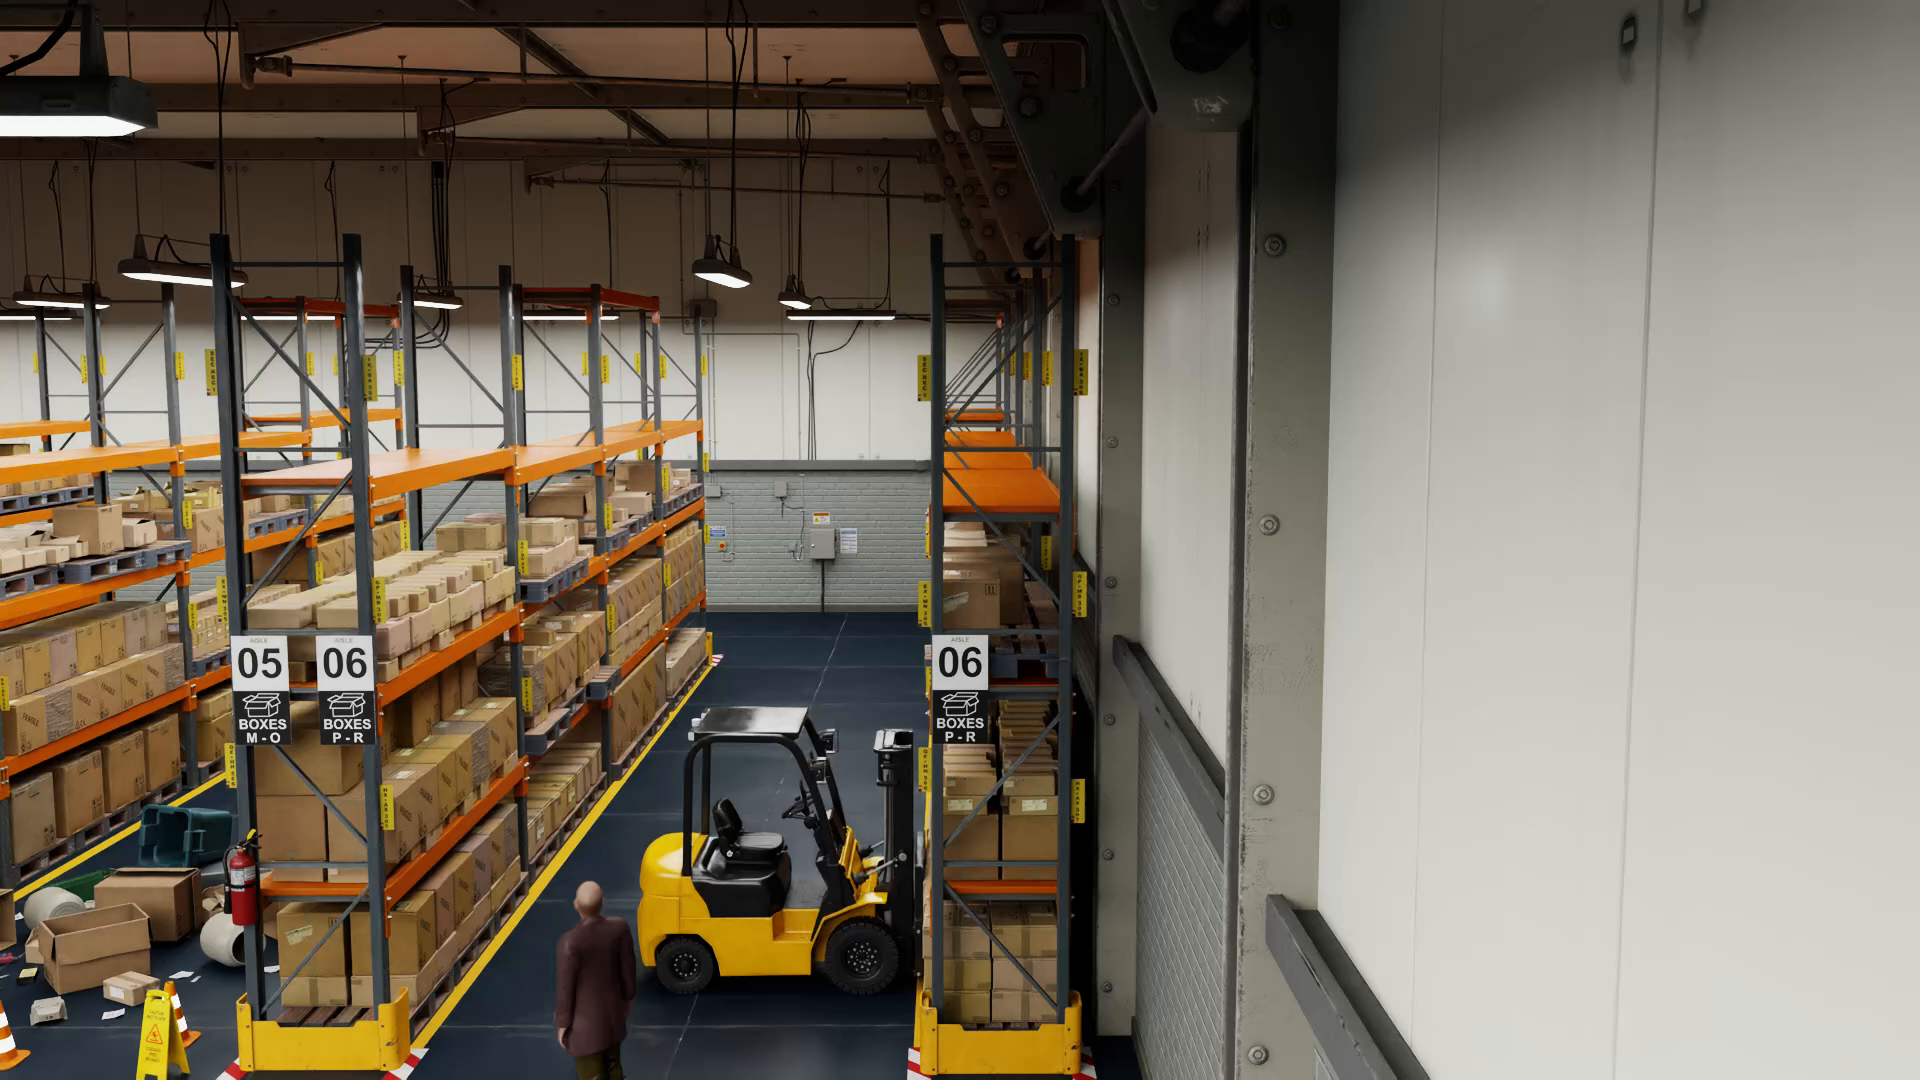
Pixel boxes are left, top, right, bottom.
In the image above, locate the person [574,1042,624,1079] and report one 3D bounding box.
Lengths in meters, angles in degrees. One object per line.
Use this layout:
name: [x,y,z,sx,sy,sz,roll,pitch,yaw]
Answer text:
person: [-2.345,3.388,10.865,0.370,1.001,0.393,4,7,30]
